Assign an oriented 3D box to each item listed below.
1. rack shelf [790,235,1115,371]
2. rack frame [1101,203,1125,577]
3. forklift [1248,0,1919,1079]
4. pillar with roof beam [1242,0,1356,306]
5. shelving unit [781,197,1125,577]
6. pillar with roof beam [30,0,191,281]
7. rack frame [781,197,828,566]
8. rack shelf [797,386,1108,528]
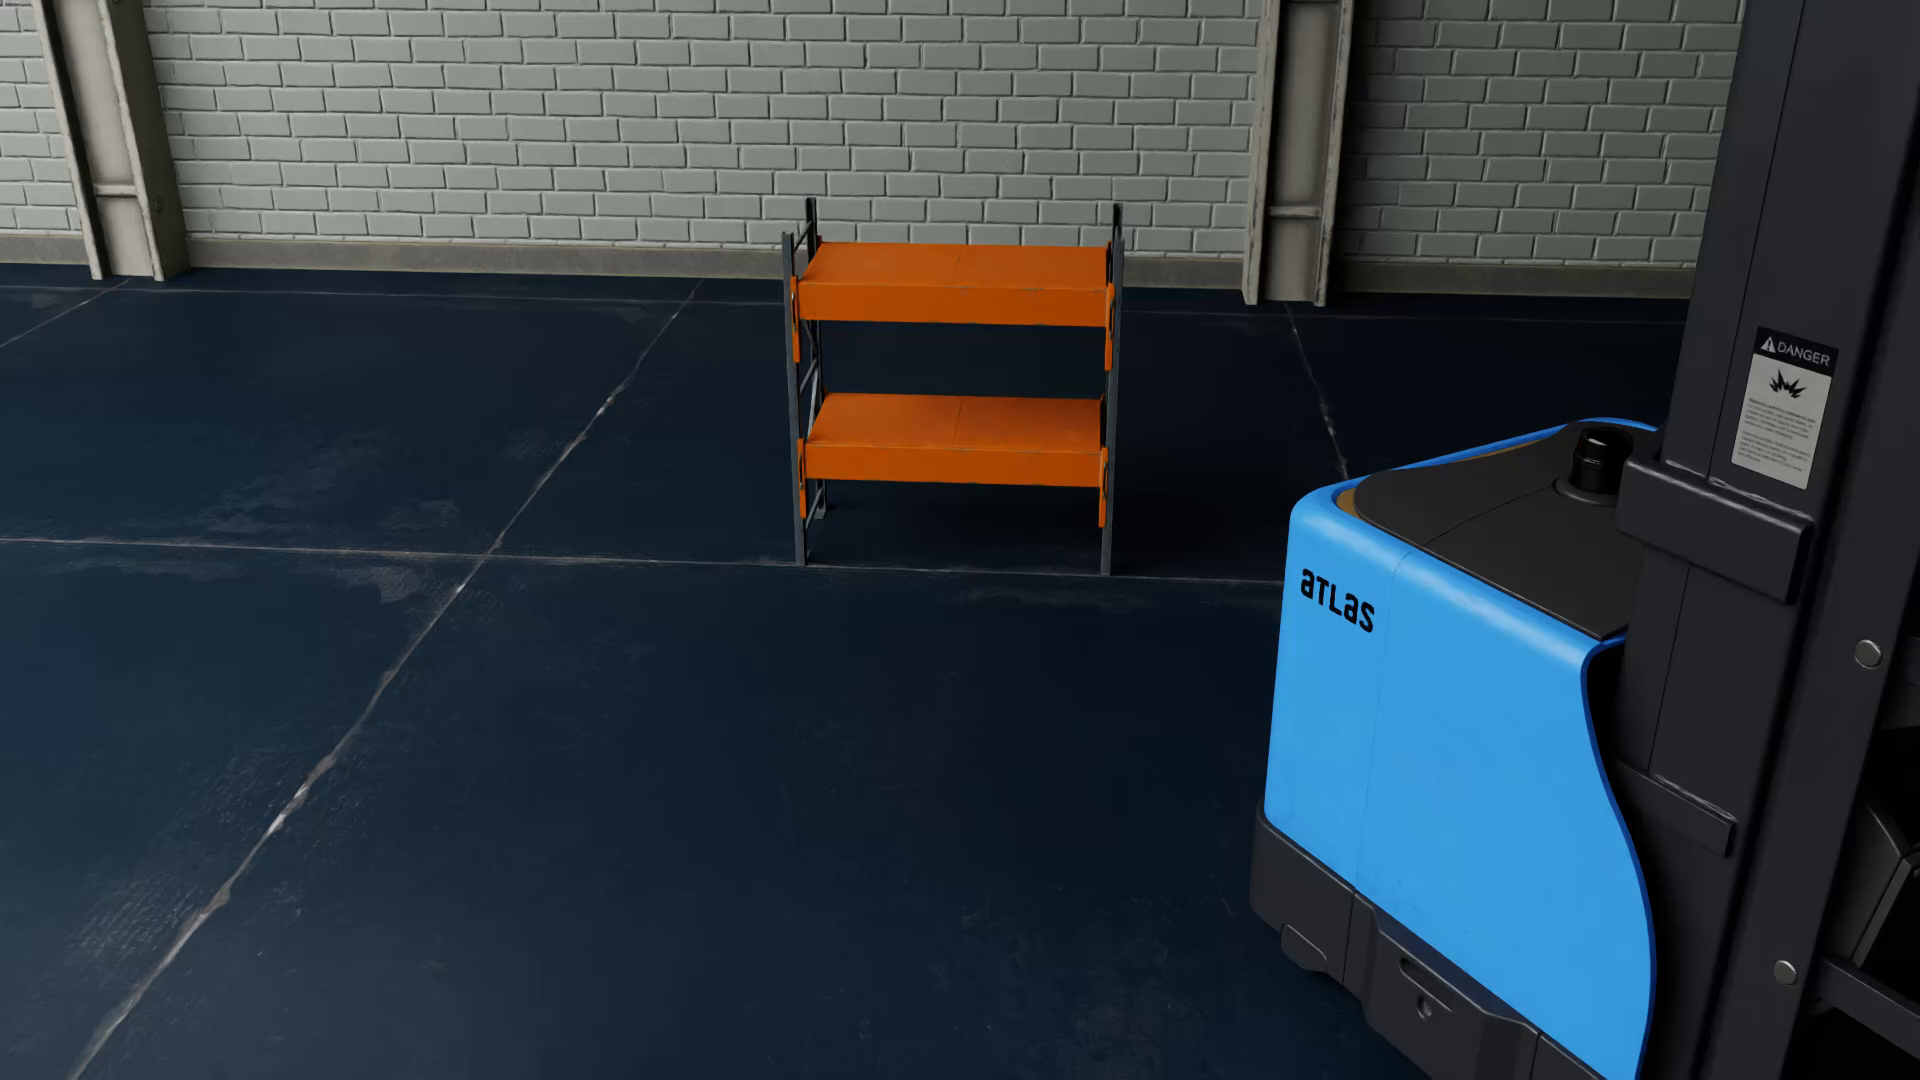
[{"bbox_3d":[-0.007,-0.777,5.393,1.000,0.278,0.538,2,25,4],"label":"rack shelf"},{"bbox_3d":[0.500,-0.495,5.480,0.032,1.125,0.500,2,25,4],"label":"rack frame"},{"bbox_3d":[1.837,-0.023,2.293,1.130,2.935,3.031,-14,28,-27],"label":"forklift"},{"bbox_3d":[1.309,-3.527,2.649,0.400,9.000,9.100,2,25,4],"label":"pillar with roof beam"},{"bbox_3d":[-0.007,-0.511,5.515,1.048,1.125,0.538,2,25,4],"label":"shelving unit"},{"bbox_3d":[-4.674,-3.719,3.067,0.400,9.000,9.100,2,25,4],"label":"pillar with roof beam"},{"bbox_3d":[-0.514,-0.527,5.551,0.032,1.125,0.500,2,25,4],"label":"rack frame"},{"bbox_3d":[-0.007,-0.289,5.618,1.000,0.278,0.538,2,25,4],"label":"rack shelf"}]
